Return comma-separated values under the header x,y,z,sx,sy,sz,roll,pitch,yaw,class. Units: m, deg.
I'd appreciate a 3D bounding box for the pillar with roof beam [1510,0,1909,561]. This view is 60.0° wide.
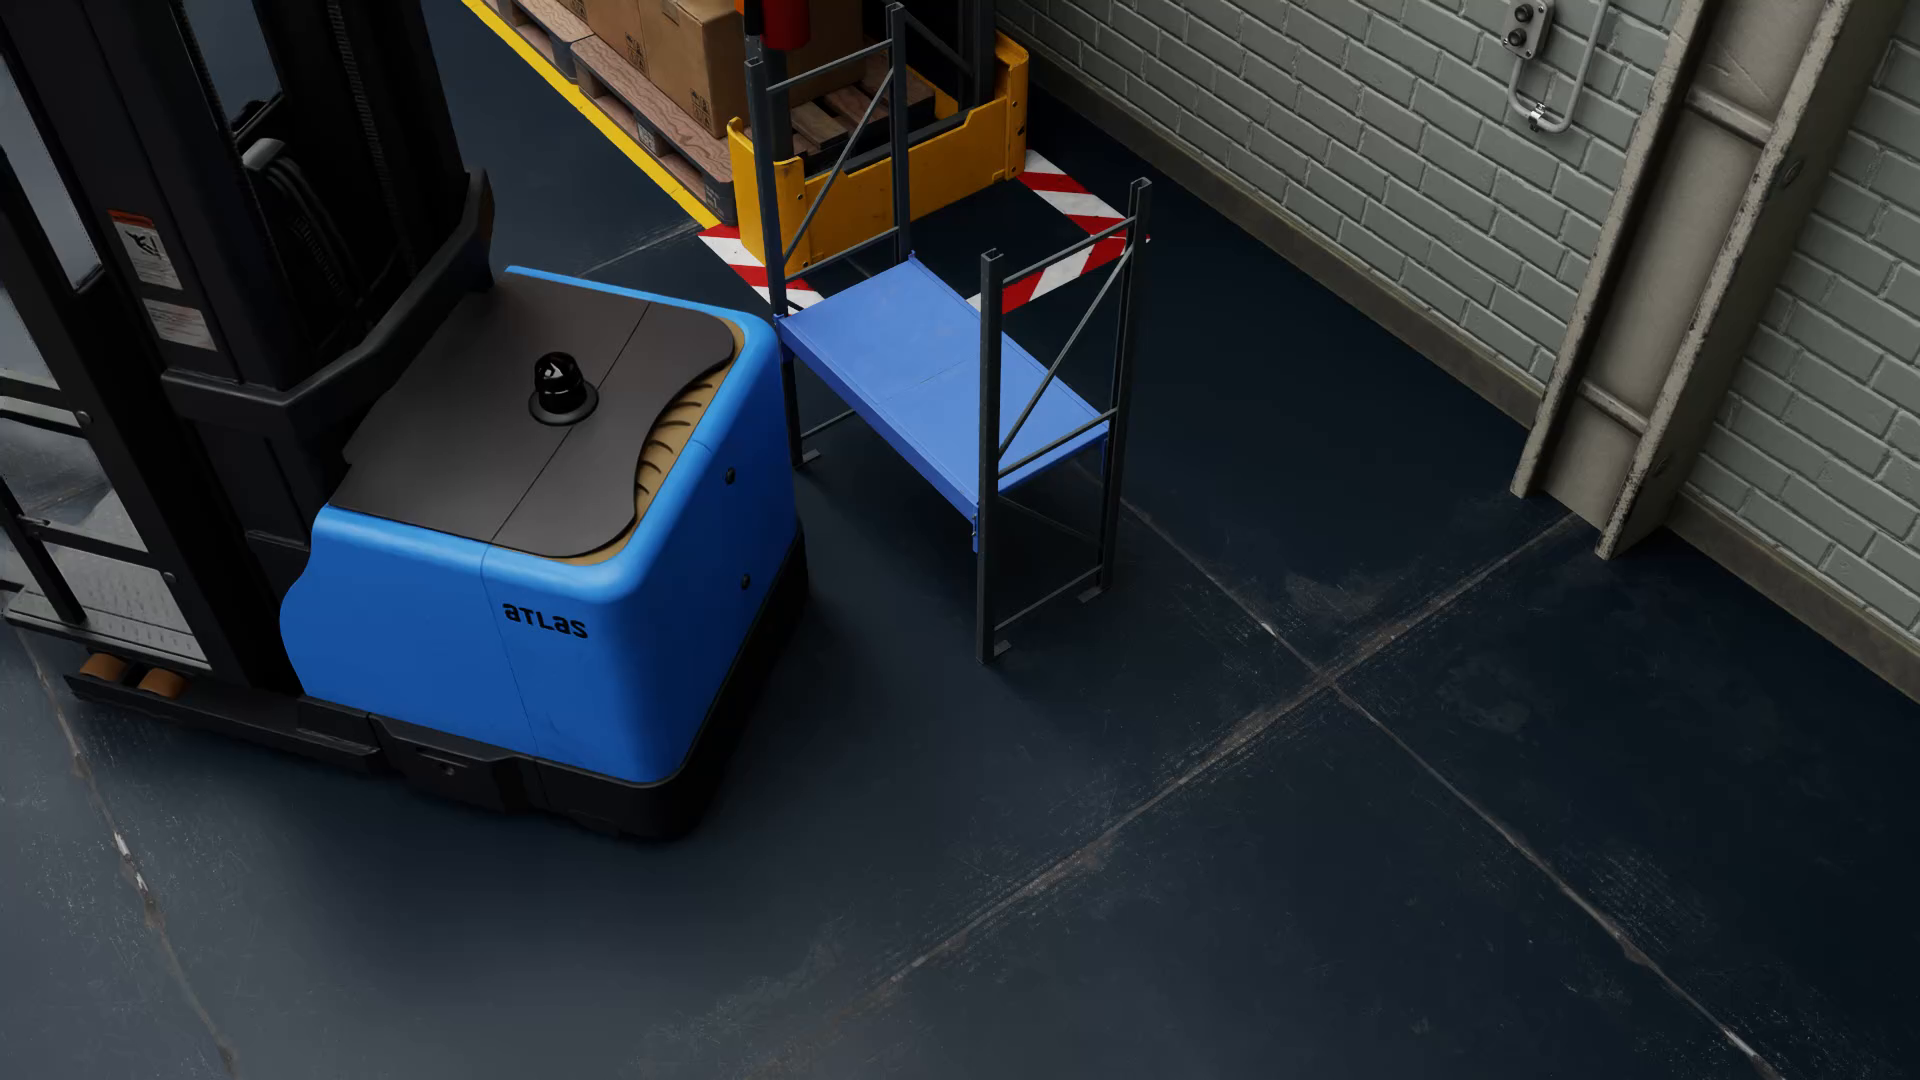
x,y,z,sx,sy,sz,roll,pitch,yaw,class
-1.403,-1.208,0.271,9.100,9.000,0.400,-29,54,-24,pillar with roof beam

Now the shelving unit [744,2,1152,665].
x,y,z,sx,sy,sz,roll,pitch,yaw,class
-0.052,-0.554,4.740,0.538,1.500,1.048,-29,54,-24,shelving unit

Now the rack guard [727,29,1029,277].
x,y,z,sx,sy,sz,roll,pitch,yaw,class
-0.285,-1.475,6.250,1.175,0.500,0.348,-29,54,-24,rack guard

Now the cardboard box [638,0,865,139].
x,y,z,sx,sy,sz,roll,pitch,yaw,class
-0.803,-1.998,6.440,0.700,0.500,0.500,-29,54,-24,cardboard box

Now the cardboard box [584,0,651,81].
x,y,z,sx,sy,sz,roll,pitch,yaw,class
-1.106,-2.293,6.708,0.700,0.500,0.500,-30,54,-24,cardboard box

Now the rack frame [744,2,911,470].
x,y,z,sx,sy,sz,roll,pitch,yaw,class
-0.359,-0.854,5.012,0.500,1.500,0.032,-29,54,-24,rack frame

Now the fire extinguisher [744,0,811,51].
x,y,z,sx,sy,sz,roll,pitch,yaw,class
-0.576,-1.881,5.235,0.296,0.674,0.183,-29,54,-24,fire extinguisher

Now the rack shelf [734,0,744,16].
x,y,z,sx,sy,sz,roll,pitch,yaw,class
-1.511,-3.266,6.672,1.077,0.370,4.000,-29,54,-24,rack shelf

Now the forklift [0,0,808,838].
x,y,z,sx,sy,sz,roll,pitch,yaw,class
-2.035,-0.820,4.015,3.031,2.935,1.130,13,49,11,forklift

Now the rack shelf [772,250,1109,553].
x,y,z,sx,sy,sz,roll,pitch,yaw,class
-0.052,-0.433,4.873,0.538,0.185,1.000,-29,54,-24,rack shelf

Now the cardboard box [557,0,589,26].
x,y,z,sx,sy,sz,roll,pitch,yaw,class
-1.411,-2.589,6.976,0.700,0.500,0.500,-31,55,-25,cardboard box

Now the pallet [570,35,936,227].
x,y,z,sx,sy,sz,roll,pitch,yaw,class
-0.846,-1.828,6.765,1.003,0.211,1.213,-29,54,-24,pallet

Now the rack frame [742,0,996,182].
x,y,z,sx,sy,sz,roll,pitch,yaw,class
-0.300,-2.328,5.336,1.000,3.000,0.127,-29,54,-24,rack frame

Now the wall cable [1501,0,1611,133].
x,y,z,sx,sy,sz,roll,pitch,yaw,class
1.228,-2.339,4.660,0.084,1.984,1.851,-29,54,-24,wall cable

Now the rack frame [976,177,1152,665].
x,y,z,sx,sy,sz,roll,pitch,yaw,class
0.256,-0.254,4.468,0.500,1.500,0.032,-29,54,-24,rack frame

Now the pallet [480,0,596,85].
x,y,z,sx,sy,sz,roll,pitch,yaw,class
-1.581,-2.547,7.417,1.003,0.211,1.213,-29,54,-24,pallet
